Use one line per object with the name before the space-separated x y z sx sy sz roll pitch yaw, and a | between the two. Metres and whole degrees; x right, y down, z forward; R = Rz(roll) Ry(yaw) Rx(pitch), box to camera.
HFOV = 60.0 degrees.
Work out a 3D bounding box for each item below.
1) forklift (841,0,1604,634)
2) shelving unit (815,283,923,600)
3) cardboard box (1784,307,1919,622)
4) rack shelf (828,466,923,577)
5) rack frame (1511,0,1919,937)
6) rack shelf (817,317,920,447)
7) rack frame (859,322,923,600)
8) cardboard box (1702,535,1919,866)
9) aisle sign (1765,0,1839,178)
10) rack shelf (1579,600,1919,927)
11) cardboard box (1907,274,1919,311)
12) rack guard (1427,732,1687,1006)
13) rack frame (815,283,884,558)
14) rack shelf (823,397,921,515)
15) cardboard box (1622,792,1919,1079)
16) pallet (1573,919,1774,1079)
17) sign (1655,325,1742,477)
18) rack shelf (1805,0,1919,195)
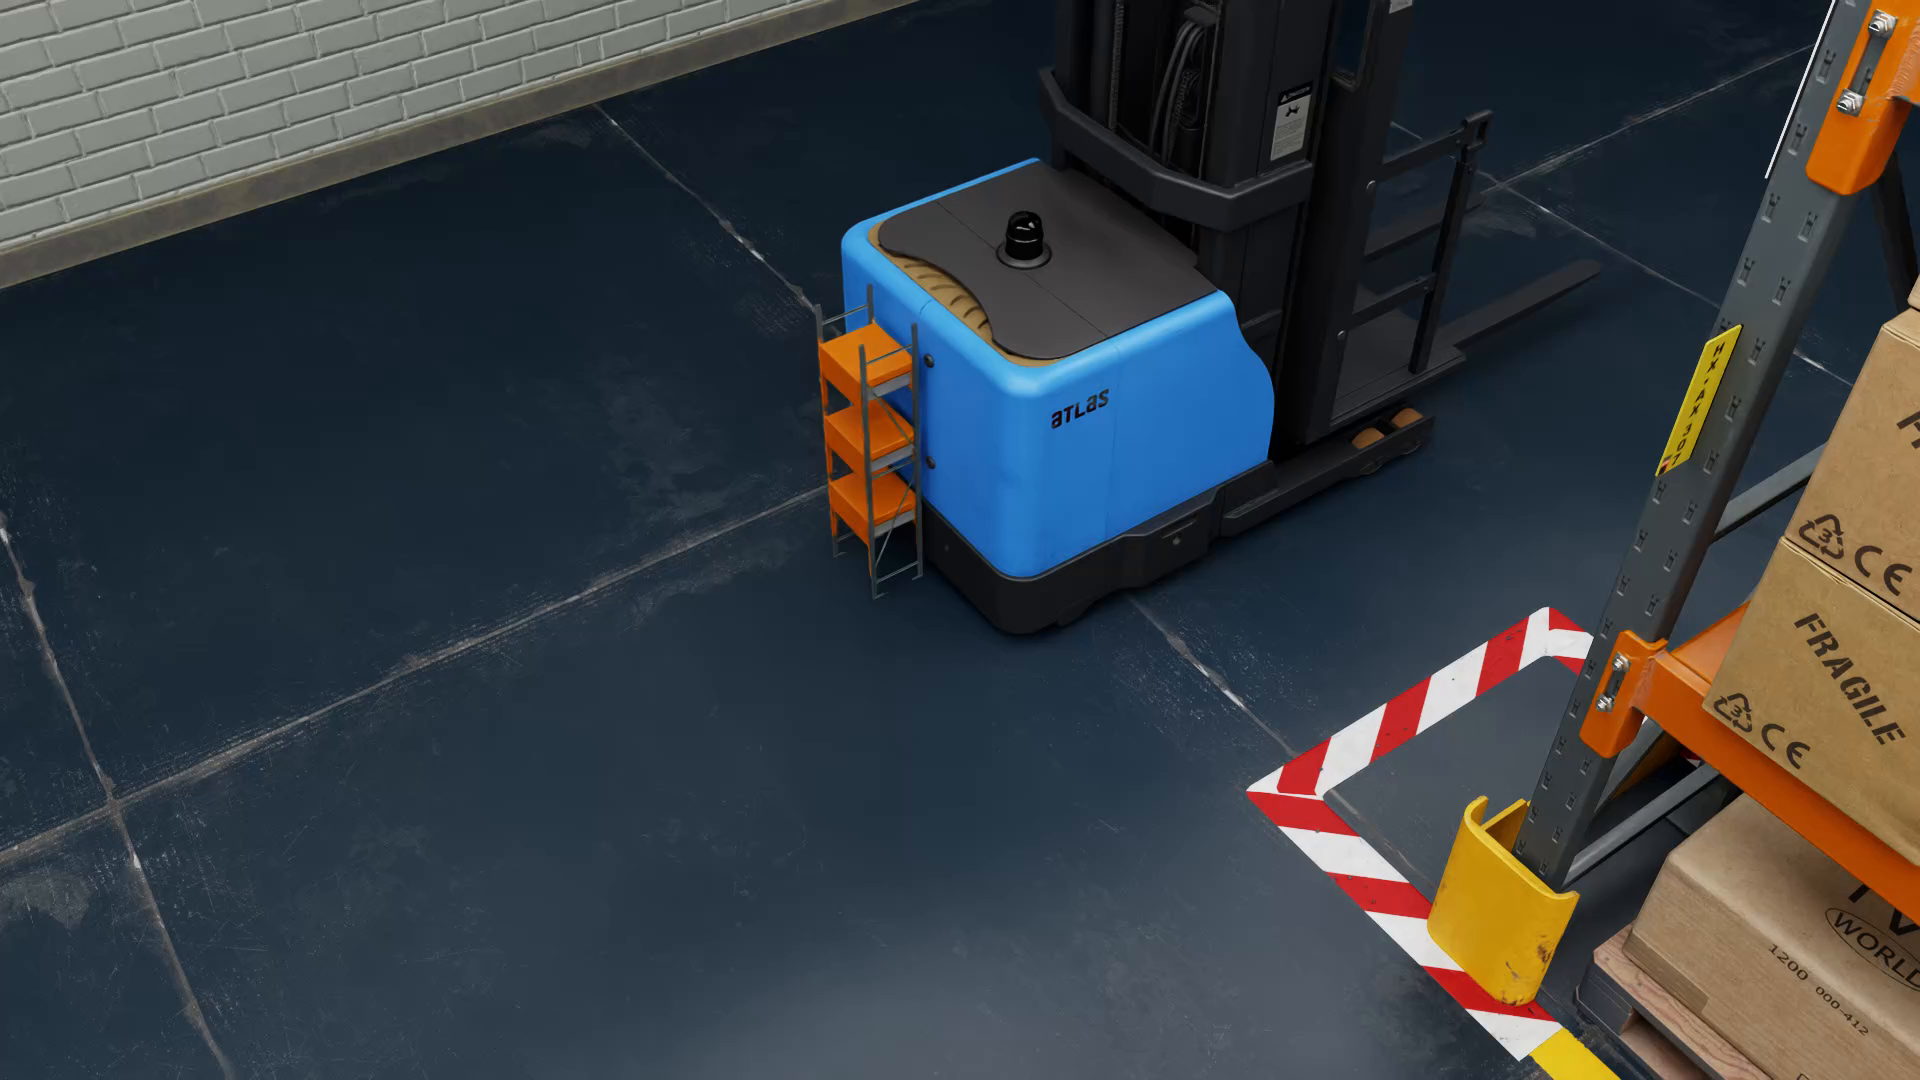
forklift | 1.110 -1.572 5.274 3.031 2.935 1.130 -26 49 -24
shelving unit | -0.279 -0.290 5.293 0.215 1.050 0.252 -26 49 -24
cardboard box | 1.904 -0.148 2.937 0.500 0.500 0.500 -27 50 -25
rack shelf | -0.279 -0.081 5.492 0.215 0.259 0.240 -26 49 -24
rack frame | 1.863 -0.135 3.719 1.000 3.000 0.127 -26 49 -24
rack shelf | -0.279 -0.487 5.104 0.215 0.259 0.240 -26 49 -24
rack frame | -0.209 -0.221 5.221 0.200 1.050 0.008 -26 49 -24
cardboard box | 1.902 0.214 3.281 0.500 0.500 0.500 -26 49 -25
aisle sign | 1.584 -1.002 2.744 0.394 0.787 0.004 -26 49 -24
rack shelf | 3.007 1.258 2.781 1.077 0.370 4.000 -26 49 -24
cardboard box | 1.839 -0.457 2.790 0.380 0.149 0.250 -25 49 -24
rack guard | 1.849 0.755 4.597 1.175 0.500 0.348 -26 49 -24
rack frame | -0.349 -0.359 5.365 0.200 1.050 0.008 -26 49 -24
rack shelf | -0.279 -0.282 5.300 0.215 0.259 0.240 -26 49 -24
cardboard box | 2.322 0.974 4.109 0.875 0.438 0.875 -27 50 -26
pallet | 2.384 1.296 4.240 1.003 0.211 1.213 -26 49 -24
sign | 1.404 -0.261 3.167 0.100 0.325 0.005 -26 49 -24
rack shelf | 3.007 0.173 1.745 1.077 0.370 4.000 -26 49 -24
